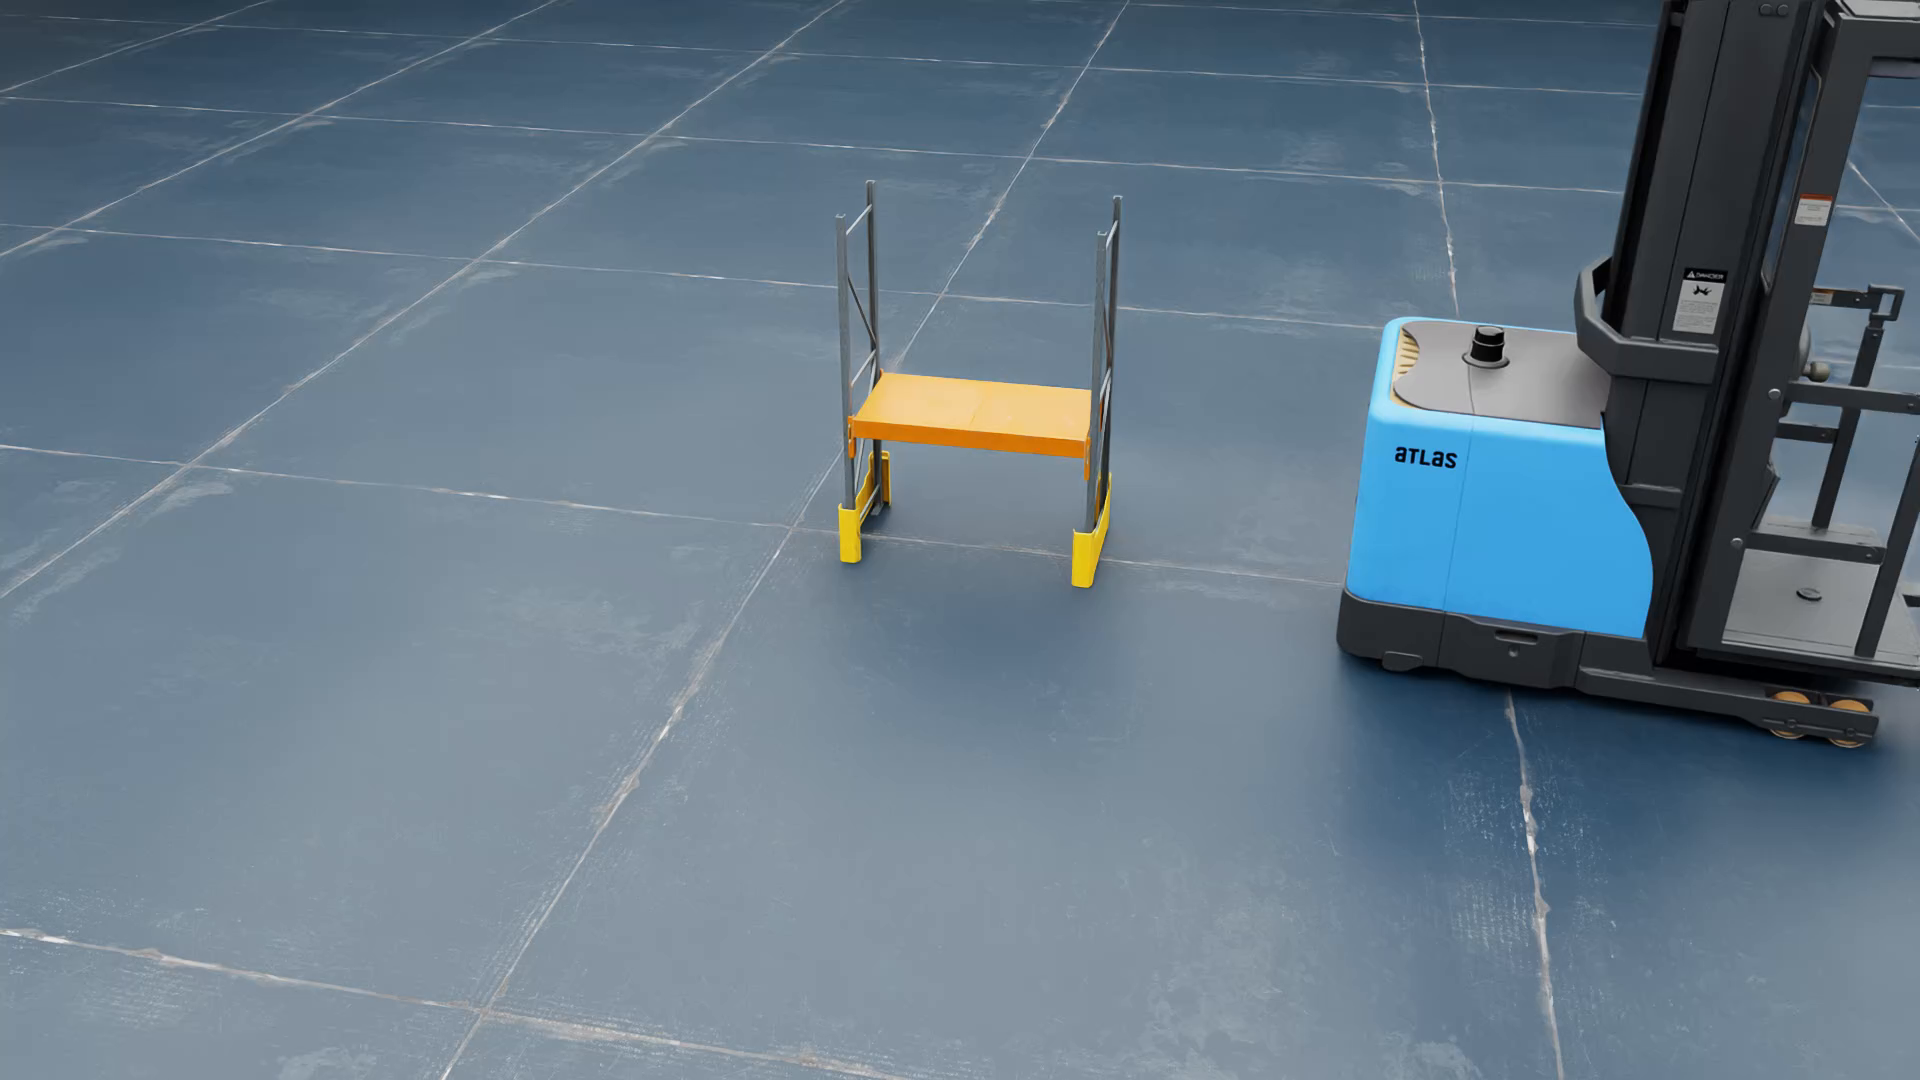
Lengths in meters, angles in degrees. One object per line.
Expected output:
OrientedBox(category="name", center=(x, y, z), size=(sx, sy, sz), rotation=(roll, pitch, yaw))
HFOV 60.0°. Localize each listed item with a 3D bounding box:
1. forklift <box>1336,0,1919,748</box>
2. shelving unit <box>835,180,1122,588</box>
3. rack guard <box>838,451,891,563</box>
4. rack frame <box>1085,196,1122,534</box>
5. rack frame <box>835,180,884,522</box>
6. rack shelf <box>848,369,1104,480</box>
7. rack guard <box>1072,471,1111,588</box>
OrientedBox(category="forklift", center=(3.021, -0.834, 5.721), size=(3.031, 2.935, 1.130), rotation=(8, 30, 14))
OrientedBox(category="shelving unit", center=(0.075, -0.650, 6.876), size=(1.083, 1.500, 0.587), rotation=(6, 29, 11))
OrientedBox(category="rack guard", center=(-0.412, -0.152, 7.267), size=(0.087, 0.250, 0.587), rotation=(6, 29, 11))
OrientedBox(category="rack frame", center=(0.581, -0.598, 6.781), size=(0.032, 1.500, 0.500), rotation=(6, 29, 11))
OrientedBox(category="rack frame", center=(-0.414, -0.700, 6.967), size=(0.032, 1.500, 0.500), rotation=(6, 29, 11))
OrientedBox(category="rack shelf", center=(0.083, -0.492, 6.961), size=(1.000, 0.185, 0.538), rotation=(6, 29, 11))
OrientedBox(category="rack guard", center=(0.562, -0.052, 7.085), size=(0.087, 0.250, 0.587), rotation=(6, 29, 11))
